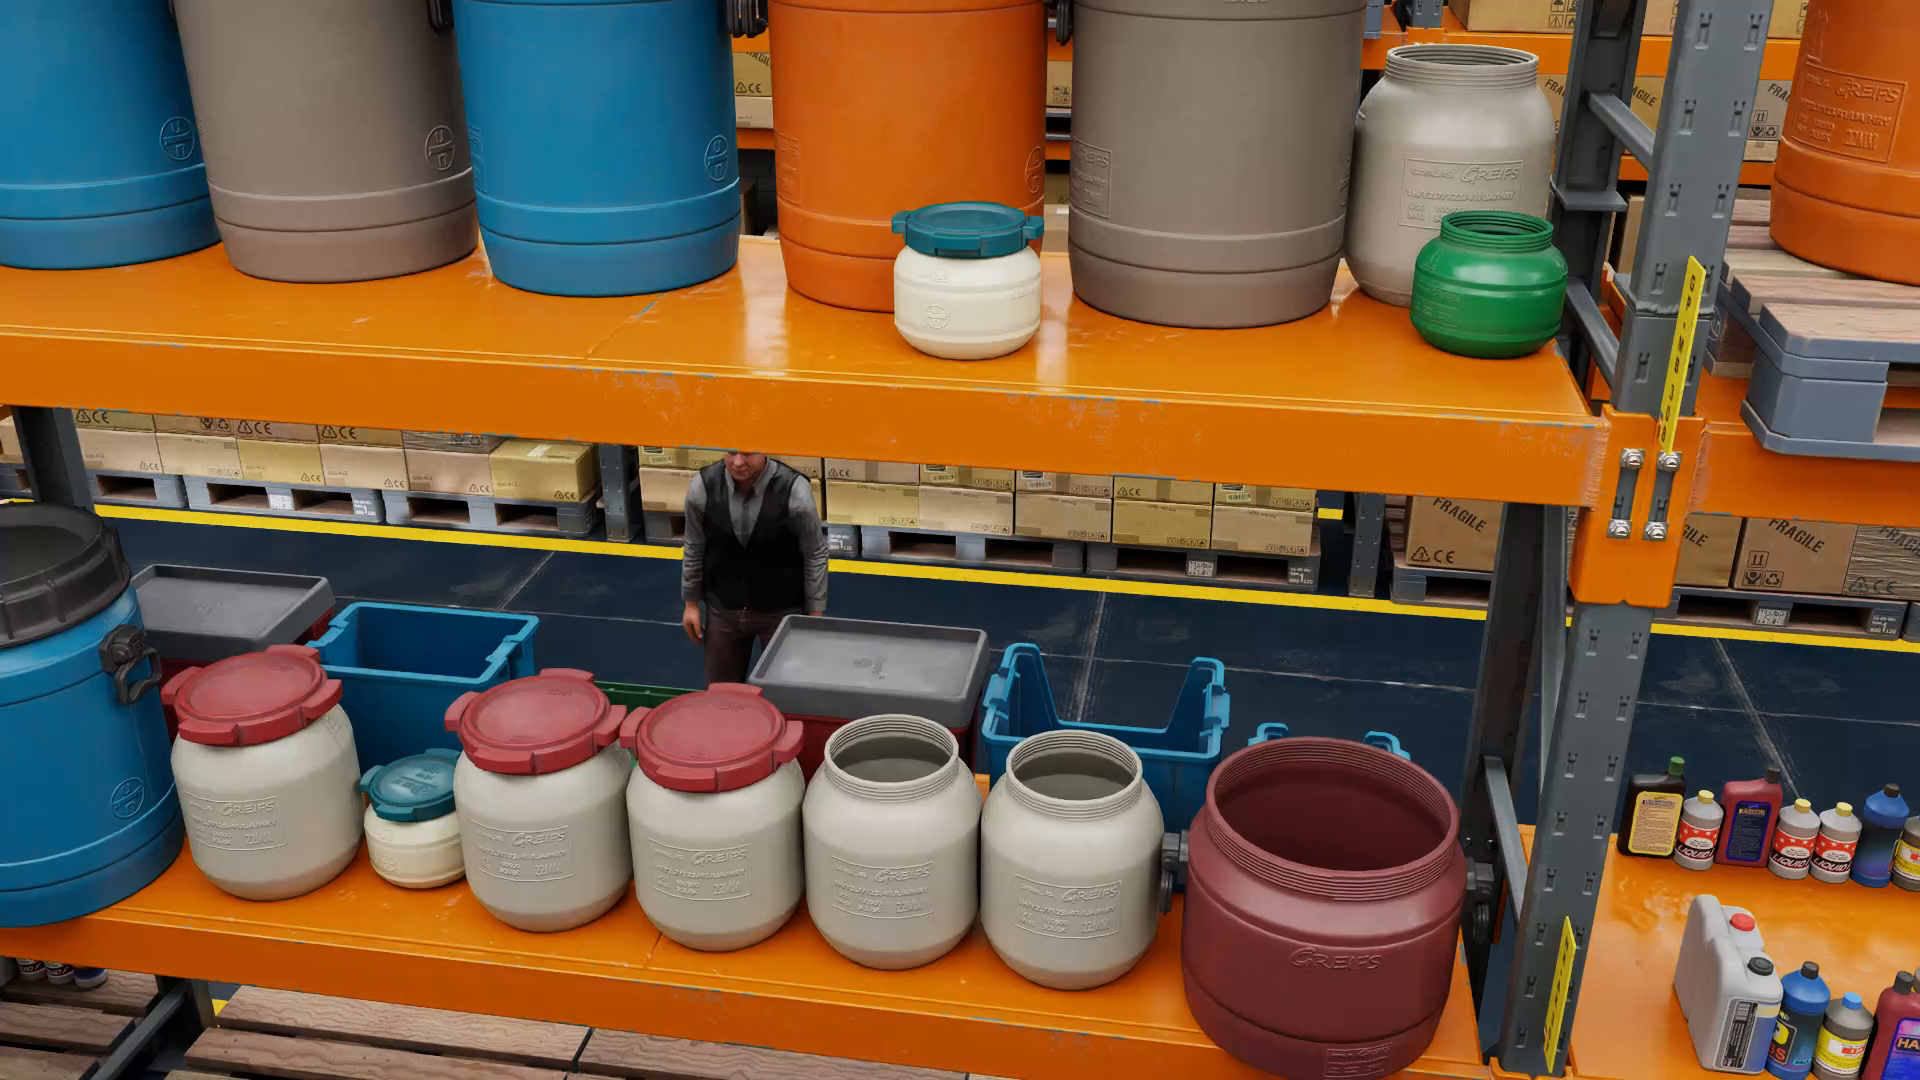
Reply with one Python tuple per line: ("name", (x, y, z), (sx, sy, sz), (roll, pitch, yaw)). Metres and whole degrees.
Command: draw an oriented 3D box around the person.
("person", (-0.795, 0.284, 6.517), (0.581, 1.721, 0.420), (4, 25, 9))
